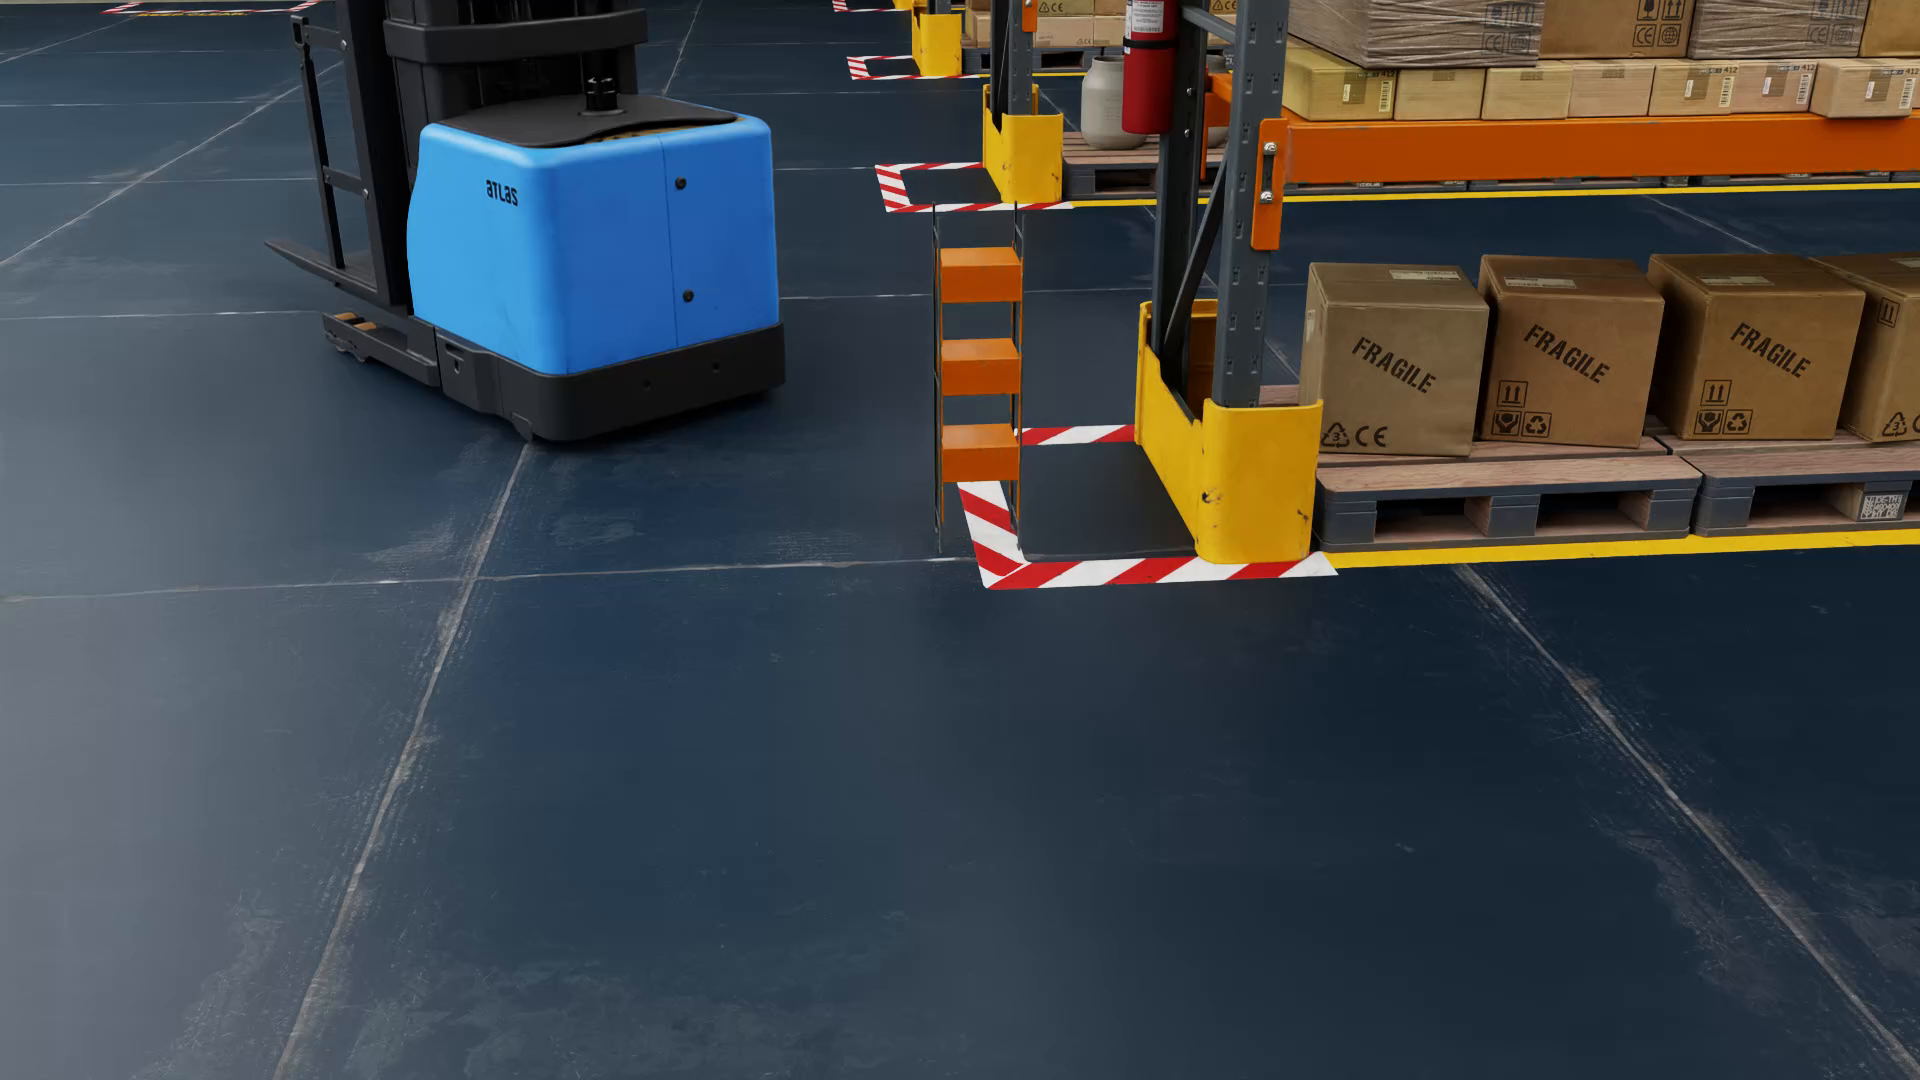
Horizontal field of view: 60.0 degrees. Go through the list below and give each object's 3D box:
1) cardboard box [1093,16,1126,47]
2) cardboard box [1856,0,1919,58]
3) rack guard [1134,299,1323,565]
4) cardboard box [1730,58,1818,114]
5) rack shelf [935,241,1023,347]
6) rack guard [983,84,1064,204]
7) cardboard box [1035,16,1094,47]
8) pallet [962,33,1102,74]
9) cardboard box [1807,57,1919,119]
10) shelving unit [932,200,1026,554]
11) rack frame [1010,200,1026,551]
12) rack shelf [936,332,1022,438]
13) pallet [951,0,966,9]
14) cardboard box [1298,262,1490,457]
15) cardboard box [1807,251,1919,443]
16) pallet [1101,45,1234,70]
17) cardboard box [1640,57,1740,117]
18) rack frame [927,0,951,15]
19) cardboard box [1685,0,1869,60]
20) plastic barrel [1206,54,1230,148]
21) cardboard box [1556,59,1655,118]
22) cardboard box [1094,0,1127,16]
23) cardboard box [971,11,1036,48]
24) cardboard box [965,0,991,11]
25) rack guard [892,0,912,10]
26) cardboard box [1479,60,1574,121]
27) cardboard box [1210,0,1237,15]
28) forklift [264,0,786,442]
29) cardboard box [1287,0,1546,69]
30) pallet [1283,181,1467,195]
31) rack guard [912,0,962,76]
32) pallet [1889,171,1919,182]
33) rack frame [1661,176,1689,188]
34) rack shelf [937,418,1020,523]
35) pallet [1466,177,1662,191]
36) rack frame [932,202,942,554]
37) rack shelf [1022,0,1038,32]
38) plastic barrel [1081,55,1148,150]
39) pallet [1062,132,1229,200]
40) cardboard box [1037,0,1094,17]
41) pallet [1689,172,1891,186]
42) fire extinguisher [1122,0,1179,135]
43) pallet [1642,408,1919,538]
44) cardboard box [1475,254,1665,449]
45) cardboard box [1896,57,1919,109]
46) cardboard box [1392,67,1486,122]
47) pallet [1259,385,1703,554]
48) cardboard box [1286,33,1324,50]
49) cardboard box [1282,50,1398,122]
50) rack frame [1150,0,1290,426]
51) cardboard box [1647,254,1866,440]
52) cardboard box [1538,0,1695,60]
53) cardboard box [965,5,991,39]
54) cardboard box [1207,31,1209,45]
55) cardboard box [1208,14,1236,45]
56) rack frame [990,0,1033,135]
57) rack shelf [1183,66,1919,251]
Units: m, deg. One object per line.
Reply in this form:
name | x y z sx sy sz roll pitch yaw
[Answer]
cardboard box | 1.365 -4.446 14.427 0.500 0.250 0.500 -2 24 -5
cardboard box | 2.821 -1.812 5.144 0.500 0.500 0.875 -2 24 -5
rack guard | 0.860 -0.394 5.521 0.348 0.500 1.175 -2 24 -5
cardboard box | 2.335 -1.386 4.984 0.250 0.149 0.380 -2 24 -5
rack shelf | 0.053 -0.732 4.931 0.240 0.259 0.215 -2 24 -5
rack guard | 0.369 -2.415 10.068 0.348 0.500 1.175 -2 24 -5
cardboard box | 0.867 -4.426 14.382 0.500 0.250 0.500 -2 24 -5
pallet | 0.571 -4.311 14.688 1.213 0.211 1.003 -2 24 -5
cardboard box | 2.594 -1.354 4.913 0.250 0.149 0.380 -2 24 -5
shelving unit | 0.053 -0.482 5.042 0.252 1.050 0.215 -2 24 -5
rack frame | 0.174 -0.487 5.052 0.008 1.050 0.200 -2 24 -5
rack shelf | 0.053 -0.472 5.046 0.240 0.259 0.215 -2 24 -5
pallet | 0.212 -6.286 19.134 1.213 0.211 1.003 -2 24 -5
cardboard box | 1.408 -0.601 5.469 0.500 0.500 0.500 2 24 5
cardboard box | 3.184 -0.660 5.603 0.500 0.500 0.500 -4 24 -10
pallet | 1.783 -4.358 14.795 1.213 0.211 1.003 -2 24 -5
cardboard box | 2.089 -1.365 4.937 0.250 0.149 0.380 -2 24 -5
rack frame | -0.185 -5.537 14.015 0.127 3.000 1.000 -2 24 -5
cardboard box | 2.322 -1.797 5.110 0.500 0.500 0.875 -2 24 -5
plastic barrel | 1.444 -2.667 10.104 0.421 0.512 0.421 0 24 0
cardboard box | 1.839 -1.358 4.921 0.250 0.149 0.380 -2 24 -5
cardboard box | 1.364 -4.793 14.285 0.500 0.500 0.500 -2 24 -5
cardboard box | 0.370 -4.404 14.334 0.500 0.250 0.500 -2 24 -5
cardboard box | 0.319 -4.957 14.655 0.500 0.500 0.500 -2 24 -5
rack guard | -0.600 -6.400 19.034 0.348 0.500 1.175 -2 24 -5
cardboard box | 1.592 -1.340 4.880 0.250 0.149 0.380 -2 24 -5
cardboard box | 2.359 -4.832 14.372 0.500 0.500 0.500 -2 24 -5
forklift | -2.042 -2.200 6.591 1.130 2.935 3.031 -20 31 -38
cardboard box | 1.335 -1.726 4.950 0.500 0.500 0.875 -2 24 -5
pallet | 2.389 -2.361 10.301 1.213 0.211 1.003 -2 24 -5
rack guard | -0.209 -4.394 14.521 0.348 0.500 1.175 -2 24 -5
pallet | 6.273 -2.518 10.654 1.213 0.211 1.003 -2 24 -5
rack frame | 4.278 -3.695 9.870 0.127 3.000 1.000 -2 24 -5
rack shelf | 0.053 -0.218 5.159 0.240 0.259 0.215 -2 24 -5
pallet | 3.606 -2.411 10.414 1.213 0.211 1.003 -2 24 -5
rack frame | -0.068 -0.477 5.031 0.008 1.050 0.200 -2 24 -5
rack shelf | 2.288 -3.286 9.836 4.000 0.370 1.077 -2 24 -5
plastic barrel | 0.945 -2.647 10.059 0.421 0.512 0.421 0 24 0
pallet | 1.178 -2.313 10.194 1.213 0.211 1.003 -2 24 -5
cardboard box | 0.867 -4.768 14.228 0.500 0.500 0.500 -2 24 -5
pallet | 5.056 -2.468 10.542 1.213 0.211 1.003 -2 24 -5
fire extinguisher | 0.625 -1.679 5.431 0.183 0.674 0.296 -2 24 -5
pallet | 2.883 -0.327 5.727 1.213 0.211 1.003 -2 24 -5
cardboard box | 1.999 -0.639 5.554 0.500 0.500 0.500 4 24 9
cardboard box | 2.830 -1.418 5.056 0.250 0.149 0.380 -2 24 -5
cardboard box | 1.342 -1.336 4.871 0.250 0.149 0.380 -2 24 -5
pallet | 1.672 -0.280 5.620 1.213 0.211 1.003 -2 24 -5
cardboard box | 1.048 -1.513 5.271 0.250 0.149 0.380 -2 24 -5
cardboard box | 1.092 -1.333 4.866 0.250 0.149 0.380 -2 24 -5
rack frame | 0.784 -1.533 5.006 0.127 3.000 1.000 -2 24 -5
cardboard box | 2.624 -0.656 5.593 0.500 0.500 0.500 0 24 0
cardboard box | 1.820 -1.794 5.104 0.500 0.500 0.875 -2 24 -5
cardboard box | 0.319 -4.614 14.805 0.500 0.250 0.500 -2 24 -5
cardboard box | 1.863 -4.464 14.467 0.500 0.250 0.500 -2 24 -5
cardboard box | 2.360 -4.484 14.513 0.500 0.250 0.500 -2 24 -5
rack frame | 0.298 -3.535 9.510 0.127 3.000 1.000 -2 24 -5
rack shelf | 2.775 -1.284 5.332 4.000 0.370 1.077 -2 24 -5
